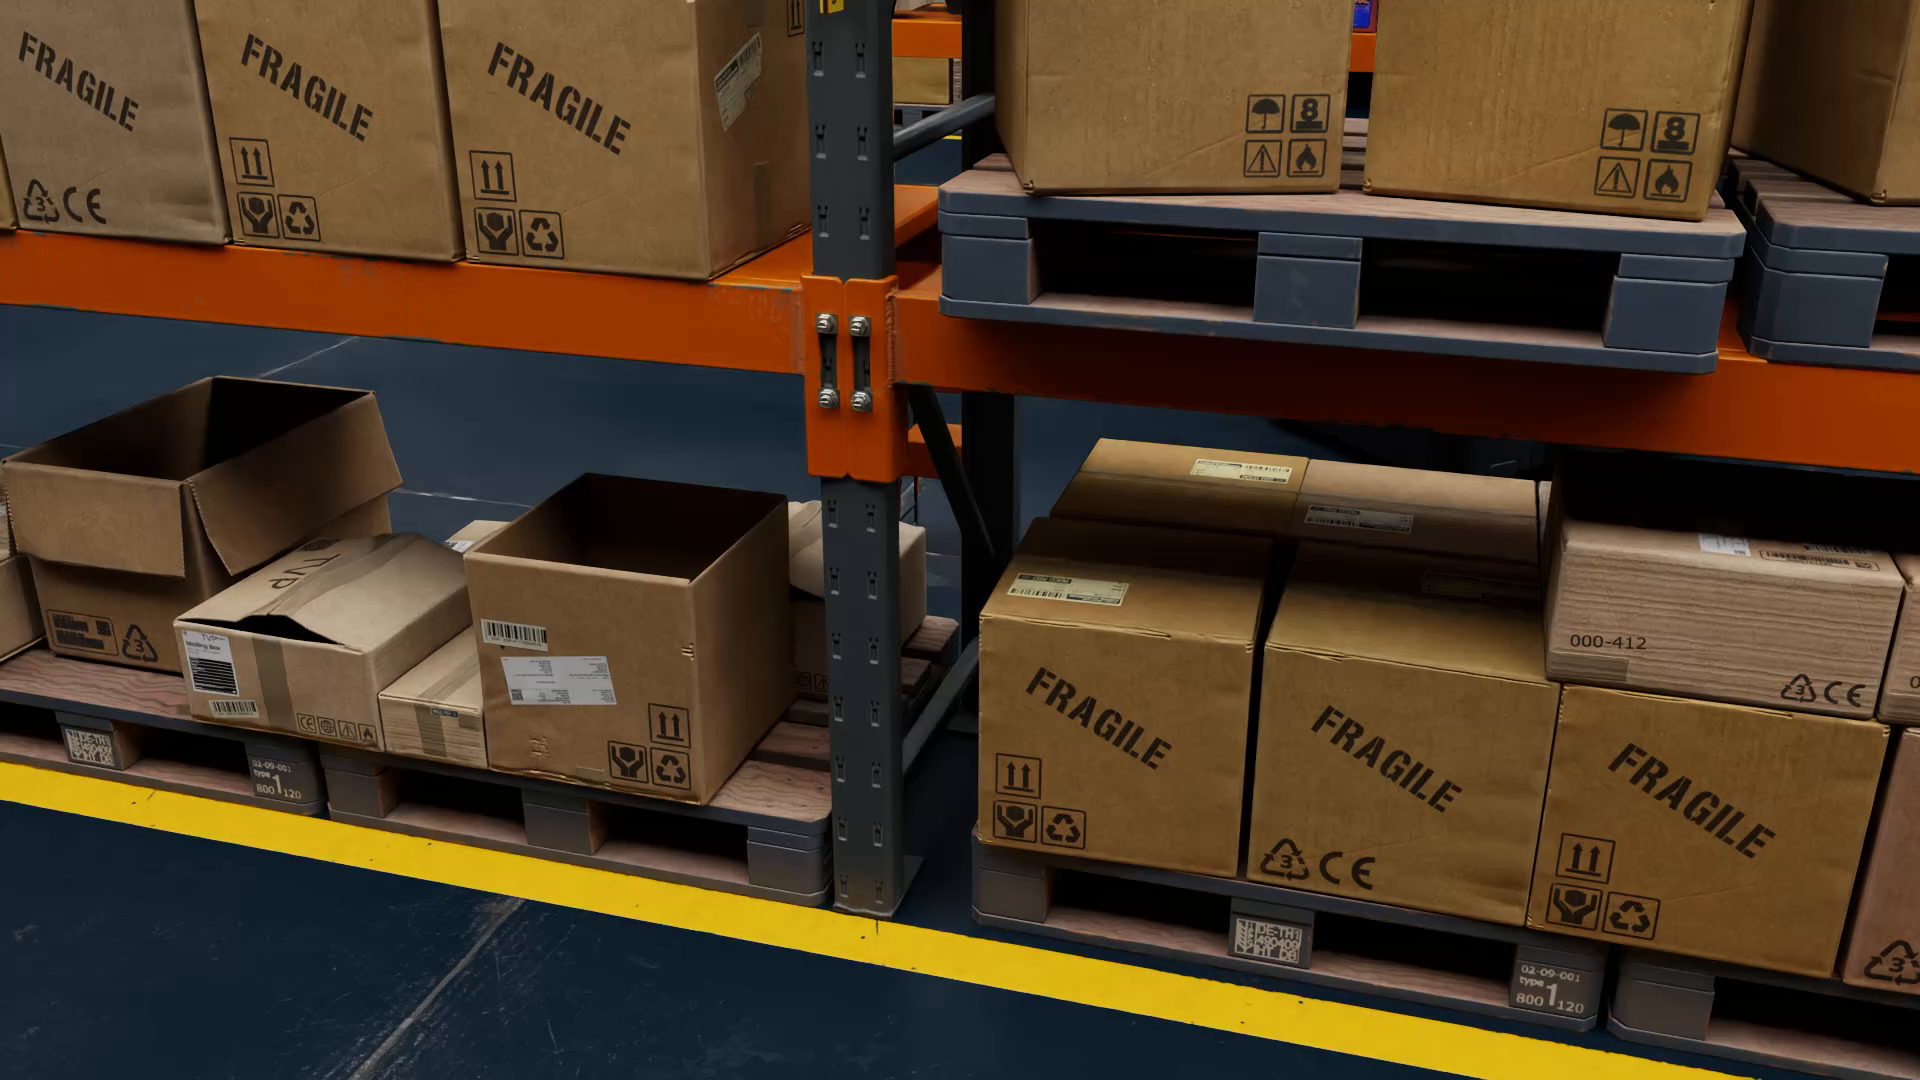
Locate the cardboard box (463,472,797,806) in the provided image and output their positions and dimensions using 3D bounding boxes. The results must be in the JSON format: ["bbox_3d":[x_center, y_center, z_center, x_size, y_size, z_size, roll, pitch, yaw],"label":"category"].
[{"bbox_3d":[-0.683,0.194,3.559,0.500,0.500,0.500,7,23,16],"label":"cardboard box"}]

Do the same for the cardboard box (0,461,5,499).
[{"bbox_3d":[-2.392,-0.084,4.567,0.500,0.250,0.500,7,23,16],"label":"cardboard box"}]

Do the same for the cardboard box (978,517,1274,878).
[{"bbox_3d":[0.337,0.295,3.313,0.500,0.500,0.500,5,23,13],"label":"cardboard box"}]

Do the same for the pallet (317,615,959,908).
[{"bbox_3d":[-0.713,0.415,3.981,1.213,0.211,1.003,7,23,16],"label":"pallet"}]

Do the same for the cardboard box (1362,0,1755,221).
[{"bbox_3d":[1.010,-0.855,2.716,0.500,0.500,0.700,10,25,24],"label":"cardboard box"}]

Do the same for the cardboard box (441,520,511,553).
[{"bbox_3d":[-1.226,0.092,4.247,0.250,0.166,0.380,7,23,16],"label":"cardboard box"}]

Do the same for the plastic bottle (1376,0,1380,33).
[{"bbox_3d":[1.850,-2.291,7.165,0.097,0.201,0.097,0,22,0],"label":"plastic bottle"}]

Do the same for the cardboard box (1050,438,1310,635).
[{"bbox_3d":[0.500,0.103,3.780,0.500,0.500,0.500,6,23,15],"label":"cardboard box"}]

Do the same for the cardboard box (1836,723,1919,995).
[{"bbox_3d":[1.811,0.462,2.904,0.500,0.500,0.500,6,23,14],"label":"cardboard box"}]

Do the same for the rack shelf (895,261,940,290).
[{"bbox_3d":[-0.051,-0.744,4.981,0.240,0.259,0.215,7,23,15],"label":"rack shelf"}]

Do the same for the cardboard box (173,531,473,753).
[{"bbox_3d":[-1.401,0.199,3.795,0.500,0.311,0.500,7,23,16],"label":"cardboard box"}]

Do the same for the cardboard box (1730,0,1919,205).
[{"bbox_3d":[1.654,-0.869,2.751,0.500,0.500,0.700,1,22,2],"label":"cardboard box"}]

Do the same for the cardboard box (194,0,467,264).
[{"bbox_3d":[-1.102,-0.864,3.291,0.500,0.500,0.500,7,23,17],"label":"cardboard box"}]

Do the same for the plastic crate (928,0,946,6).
[{"bbox_3d":[-0.030,-2.806,8.236,0.530,0.282,0.437,7,23,16],"label":"plastic crate"}]

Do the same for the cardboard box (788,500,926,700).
[{"bbox_3d":[-0.395,0.116,3.998,0.500,0.311,0.500,7,23,16],"label":"cardboard box"}]

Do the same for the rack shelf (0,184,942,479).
[{"bbox_3d":[-1.970,-0.686,3.938,4.000,0.370,1.077,7,23,16],"label":"rack shelf"}]

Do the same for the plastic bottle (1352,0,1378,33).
[{"bbox_3d":[1.734,-2.335,7.164,0.133,0.283,0.061,7,23,16],"label":"plastic bottle"}]

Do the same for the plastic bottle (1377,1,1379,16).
[{"bbox_3d":[1.969,-2.579,7.866,0.097,0.201,0.097,0,22,0],"label":"plastic bottle"}]

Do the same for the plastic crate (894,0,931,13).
[{"bbox_3d":[-0.375,-2.586,7.891,0.466,0.136,0.293,7,23,16],"label":"plastic crate"}]

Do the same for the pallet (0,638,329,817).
[{"bbox_3d":[-1.884,0.282,4.305,1.213,0.211,1.003,7,23,16],"label":"pallet"}]

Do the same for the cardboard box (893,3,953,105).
[{"bbox_3d":[-0.384,-4.007,13.333,0.875,0.875,0.875,7,23,16],"label":"cardboard box"}]

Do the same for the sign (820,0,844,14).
[{"bbox_3d":[-0.205,-1.002,2.620,0.005,0.325,0.100,7,23,16],"label":"sign"}]

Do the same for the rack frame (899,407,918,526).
[{"bbox_3d":[-0.168,-0.505,5.118,0.008,1.050,0.200,7,23,15],"label":"rack frame"}]

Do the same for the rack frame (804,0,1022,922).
[{"bbox_3d":[-0.055,-0.800,3.267,0.127,3.000,1.000,7,23,16],"label":"rack frame"}]

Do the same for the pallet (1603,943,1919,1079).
[{"bbox_3d":[1.906,0.699,3.288,1.213,0.211,1.003,7,23,16],"label":"pallet"}]

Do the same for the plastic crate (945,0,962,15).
[{"bbox_3d":[0.230,-2.525,7.756,0.590,0.125,0.437,7,23,16],"label":"plastic crate"}]

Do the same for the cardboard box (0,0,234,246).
[{"bbox_3d":[-1.595,-0.919,3.426,0.500,0.500,0.500,7,23,17],"label":"cardboard box"}]

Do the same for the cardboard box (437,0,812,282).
[{"bbox_3d":[-0.608,-0.808,3.154,0.500,0.500,0.500,7,23,16],"label":"cardboard box"}]

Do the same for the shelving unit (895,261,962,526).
[{"bbox_3d":[-0.051,-0.492,5.085,0.252,1.050,0.215,7,23,15],"label":"shelving unit"}]

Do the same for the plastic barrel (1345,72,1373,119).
[{"bbox_3d":[1.895,-1.757,7.812,0.708,0.901,0.600,7,23,16],"label":"plastic barrel"}]

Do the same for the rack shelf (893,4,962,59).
[{"bbox_3d":[-0.536,-2.485,8.325,4.000,0.370,1.077,7,23,16],"label":"rack shelf"}]

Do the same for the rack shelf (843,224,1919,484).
[{"bbox_3d":[1.859,-0.248,2.869,4.000,0.370,1.077,7,23,16],"label":"rack shelf"}]

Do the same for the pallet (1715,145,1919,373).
[{"bbox_3d":[1.911,-0.484,2.750,1.213,0.211,1.003,7,23,16],"label":"pallet"}]

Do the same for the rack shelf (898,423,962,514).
[{"bbox_3d":[-0.051,-0.225,5.195,0.240,0.259,0.215,7,23,15],"label":"rack shelf"}]

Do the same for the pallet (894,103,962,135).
[{"bbox_3d":[-0.232,-3.488,13.494,1.213,0.211,1.003,7,23,16],"label":"pallet"}]

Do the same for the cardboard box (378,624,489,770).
[{"bbox_3d":[-1.059,0.337,3.673,0.250,0.149,0.380,7,23,16],"label":"cardboard box"}]

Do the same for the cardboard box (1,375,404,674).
[{"bbox_3d":[-1.856,-0.052,4.155,0.637,0.503,0.797,7,23,16],"label":"cardboard box"}]

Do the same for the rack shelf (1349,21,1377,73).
[{"bbox_3d":[3.294,-2.047,7.256,4.000,0.370,1.077,7,23,16],"label":"rack shelf"}]

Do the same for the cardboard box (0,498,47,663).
[{"bbox_3d":[-2.489,0.103,4.111,0.500,0.250,0.500,7,23,16],"label":"cardboard box"}]

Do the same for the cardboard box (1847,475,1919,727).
[{"bbox_3d":[1.775,0.112,2.770,0.500,0.250,0.500,6,23,14],"label":"cardboard box"}]

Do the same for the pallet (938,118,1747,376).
[{"bbox_3d":[0.678,-0.584,2.993,1.213,0.211,1.003,7,23,16],"label":"pallet"}]

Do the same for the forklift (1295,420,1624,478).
[{"bbox_3d":[2.705,-1.911,6.066,3.031,2.935,1.130,-11,25,-26],"label":"forklift"}]

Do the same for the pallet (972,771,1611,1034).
[{"bbox_3d":[0.734,0.566,3.612,1.213,0.211,1.003,7,23,16],"label":"pallet"}]

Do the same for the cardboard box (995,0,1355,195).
[{"bbox_3d":[0.333,-0.907,2.844,0.500,0.500,0.700,-1,22,-3],"label":"cardboard box"}]

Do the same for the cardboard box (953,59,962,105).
[{"bbox_3d":[0.487,-3.907,13.090,0.875,0.875,0.875,7,23,16],"label":"cardboard box"}]

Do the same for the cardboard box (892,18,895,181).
[{"bbox_3d":[-0.465,-1.001,3.626,0.500,0.500,0.500,7,23,17],"label":"cardboard box"}]

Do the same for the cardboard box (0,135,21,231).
[{"bbox_3d":[-2.083,-0.974,3.560,0.500,0.500,0.500,7,23,16],"label":"cardboard box"}]

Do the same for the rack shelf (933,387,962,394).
[{"bbox_3d":[-0.051,-0.482,5.089,0.240,0.259,0.215,7,23,15],"label":"rack shelf"}]

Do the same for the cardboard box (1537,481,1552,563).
[{"bbox_3d":[1.451,0.216,3.506,0.500,0.500,0.500,7,23,16],"label":"cardboard box"}]

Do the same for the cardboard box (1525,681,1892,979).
[{"bbox_3d":[1.327,0.407,3.040,0.500,0.500,0.500,7,23,16],"label":"cardboard box"}]

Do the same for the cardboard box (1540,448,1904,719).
[{"bbox_3d":[1.295,0.057,2.903,0.500,0.250,0.500,7,23,16],"label":"cardboard box"}]

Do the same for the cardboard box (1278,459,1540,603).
[{"bbox_3d":[0.971,0.160,3.640,0.500,0.500,0.500,7,23,16],"label":"cardboard box"}]

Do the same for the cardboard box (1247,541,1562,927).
[{"bbox_3d":[0.851,0.349,3.180,0.500,0.500,0.500,7,23,16],"label":"cardboard box"}]
